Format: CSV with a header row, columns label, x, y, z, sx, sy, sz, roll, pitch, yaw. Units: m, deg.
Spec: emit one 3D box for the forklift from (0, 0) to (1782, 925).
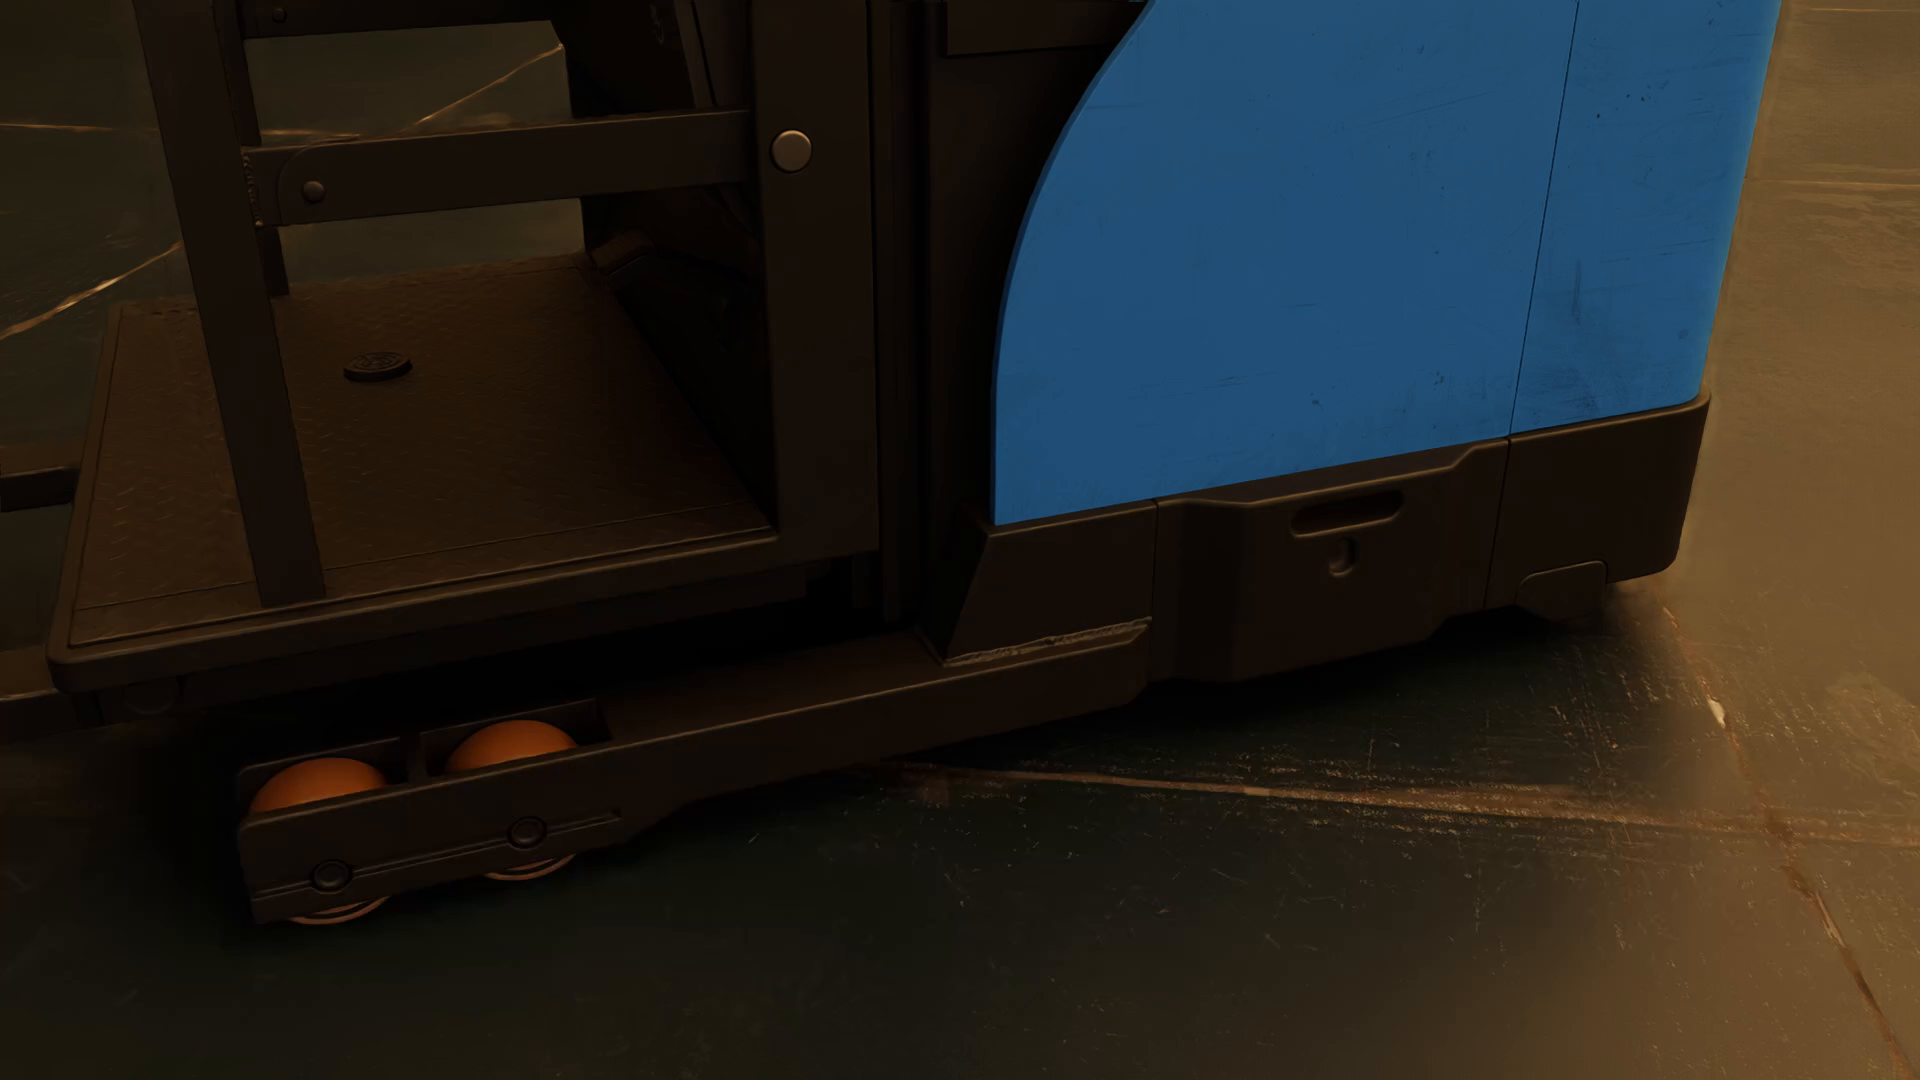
label,x,y,z,sx,sy,sz,roll,pitch,yaw
forklift,-0.572,-1.185,1.591,3.031,2.935,1.130,-10,28,-19
